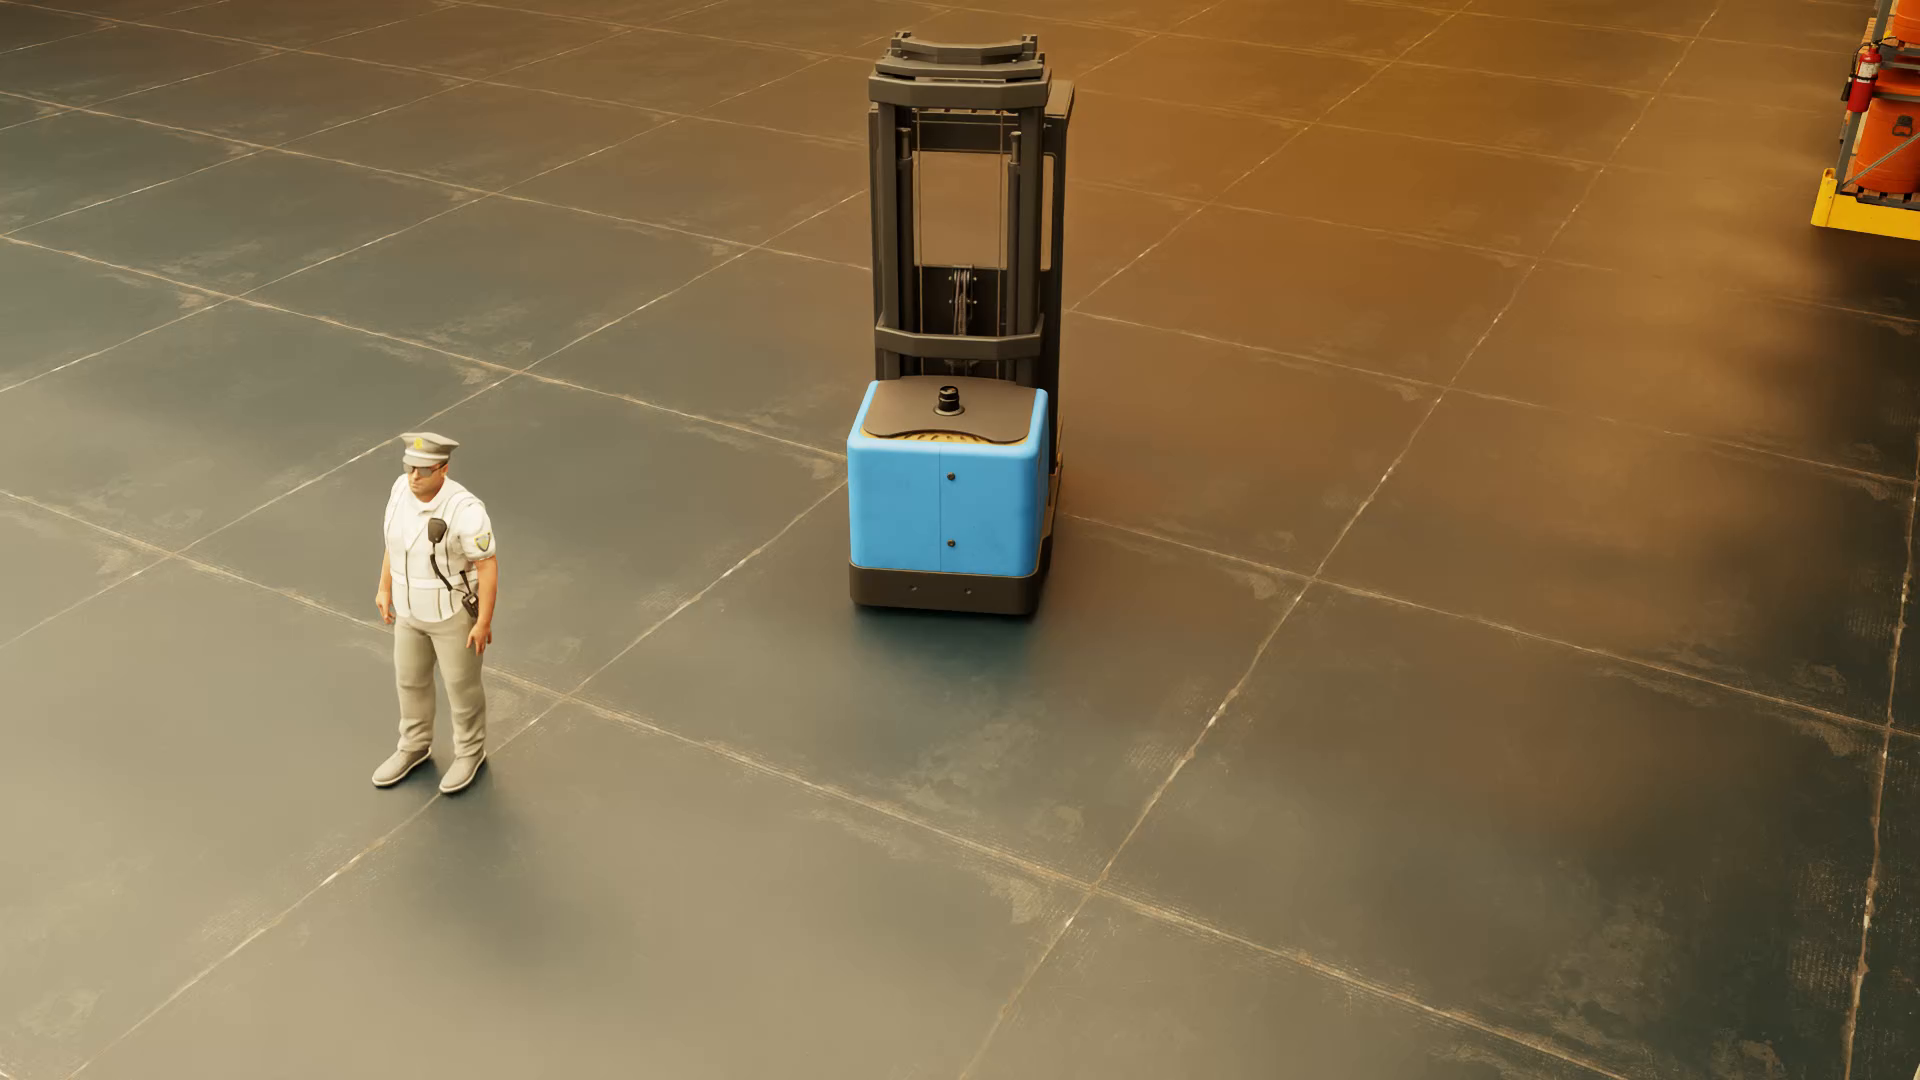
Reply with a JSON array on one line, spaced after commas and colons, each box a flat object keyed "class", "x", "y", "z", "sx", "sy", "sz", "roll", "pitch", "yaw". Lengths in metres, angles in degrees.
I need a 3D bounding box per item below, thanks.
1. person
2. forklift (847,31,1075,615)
[{"class": "person", "x": -2.440, "y": 0.337, "z": 7.626, "sx": 0.629, "sy": 1.785, "sz": 0.564, "roll": 13, "pitch": 32, "yaw": 21}, {"class": "forklift", "x": 0.072, "y": -1.572, "z": 9.794, "sx": 1.130, "sy": 2.935, "sz": 3.031, "roll": 3, "pitch": 30, "yaw": 6}]
